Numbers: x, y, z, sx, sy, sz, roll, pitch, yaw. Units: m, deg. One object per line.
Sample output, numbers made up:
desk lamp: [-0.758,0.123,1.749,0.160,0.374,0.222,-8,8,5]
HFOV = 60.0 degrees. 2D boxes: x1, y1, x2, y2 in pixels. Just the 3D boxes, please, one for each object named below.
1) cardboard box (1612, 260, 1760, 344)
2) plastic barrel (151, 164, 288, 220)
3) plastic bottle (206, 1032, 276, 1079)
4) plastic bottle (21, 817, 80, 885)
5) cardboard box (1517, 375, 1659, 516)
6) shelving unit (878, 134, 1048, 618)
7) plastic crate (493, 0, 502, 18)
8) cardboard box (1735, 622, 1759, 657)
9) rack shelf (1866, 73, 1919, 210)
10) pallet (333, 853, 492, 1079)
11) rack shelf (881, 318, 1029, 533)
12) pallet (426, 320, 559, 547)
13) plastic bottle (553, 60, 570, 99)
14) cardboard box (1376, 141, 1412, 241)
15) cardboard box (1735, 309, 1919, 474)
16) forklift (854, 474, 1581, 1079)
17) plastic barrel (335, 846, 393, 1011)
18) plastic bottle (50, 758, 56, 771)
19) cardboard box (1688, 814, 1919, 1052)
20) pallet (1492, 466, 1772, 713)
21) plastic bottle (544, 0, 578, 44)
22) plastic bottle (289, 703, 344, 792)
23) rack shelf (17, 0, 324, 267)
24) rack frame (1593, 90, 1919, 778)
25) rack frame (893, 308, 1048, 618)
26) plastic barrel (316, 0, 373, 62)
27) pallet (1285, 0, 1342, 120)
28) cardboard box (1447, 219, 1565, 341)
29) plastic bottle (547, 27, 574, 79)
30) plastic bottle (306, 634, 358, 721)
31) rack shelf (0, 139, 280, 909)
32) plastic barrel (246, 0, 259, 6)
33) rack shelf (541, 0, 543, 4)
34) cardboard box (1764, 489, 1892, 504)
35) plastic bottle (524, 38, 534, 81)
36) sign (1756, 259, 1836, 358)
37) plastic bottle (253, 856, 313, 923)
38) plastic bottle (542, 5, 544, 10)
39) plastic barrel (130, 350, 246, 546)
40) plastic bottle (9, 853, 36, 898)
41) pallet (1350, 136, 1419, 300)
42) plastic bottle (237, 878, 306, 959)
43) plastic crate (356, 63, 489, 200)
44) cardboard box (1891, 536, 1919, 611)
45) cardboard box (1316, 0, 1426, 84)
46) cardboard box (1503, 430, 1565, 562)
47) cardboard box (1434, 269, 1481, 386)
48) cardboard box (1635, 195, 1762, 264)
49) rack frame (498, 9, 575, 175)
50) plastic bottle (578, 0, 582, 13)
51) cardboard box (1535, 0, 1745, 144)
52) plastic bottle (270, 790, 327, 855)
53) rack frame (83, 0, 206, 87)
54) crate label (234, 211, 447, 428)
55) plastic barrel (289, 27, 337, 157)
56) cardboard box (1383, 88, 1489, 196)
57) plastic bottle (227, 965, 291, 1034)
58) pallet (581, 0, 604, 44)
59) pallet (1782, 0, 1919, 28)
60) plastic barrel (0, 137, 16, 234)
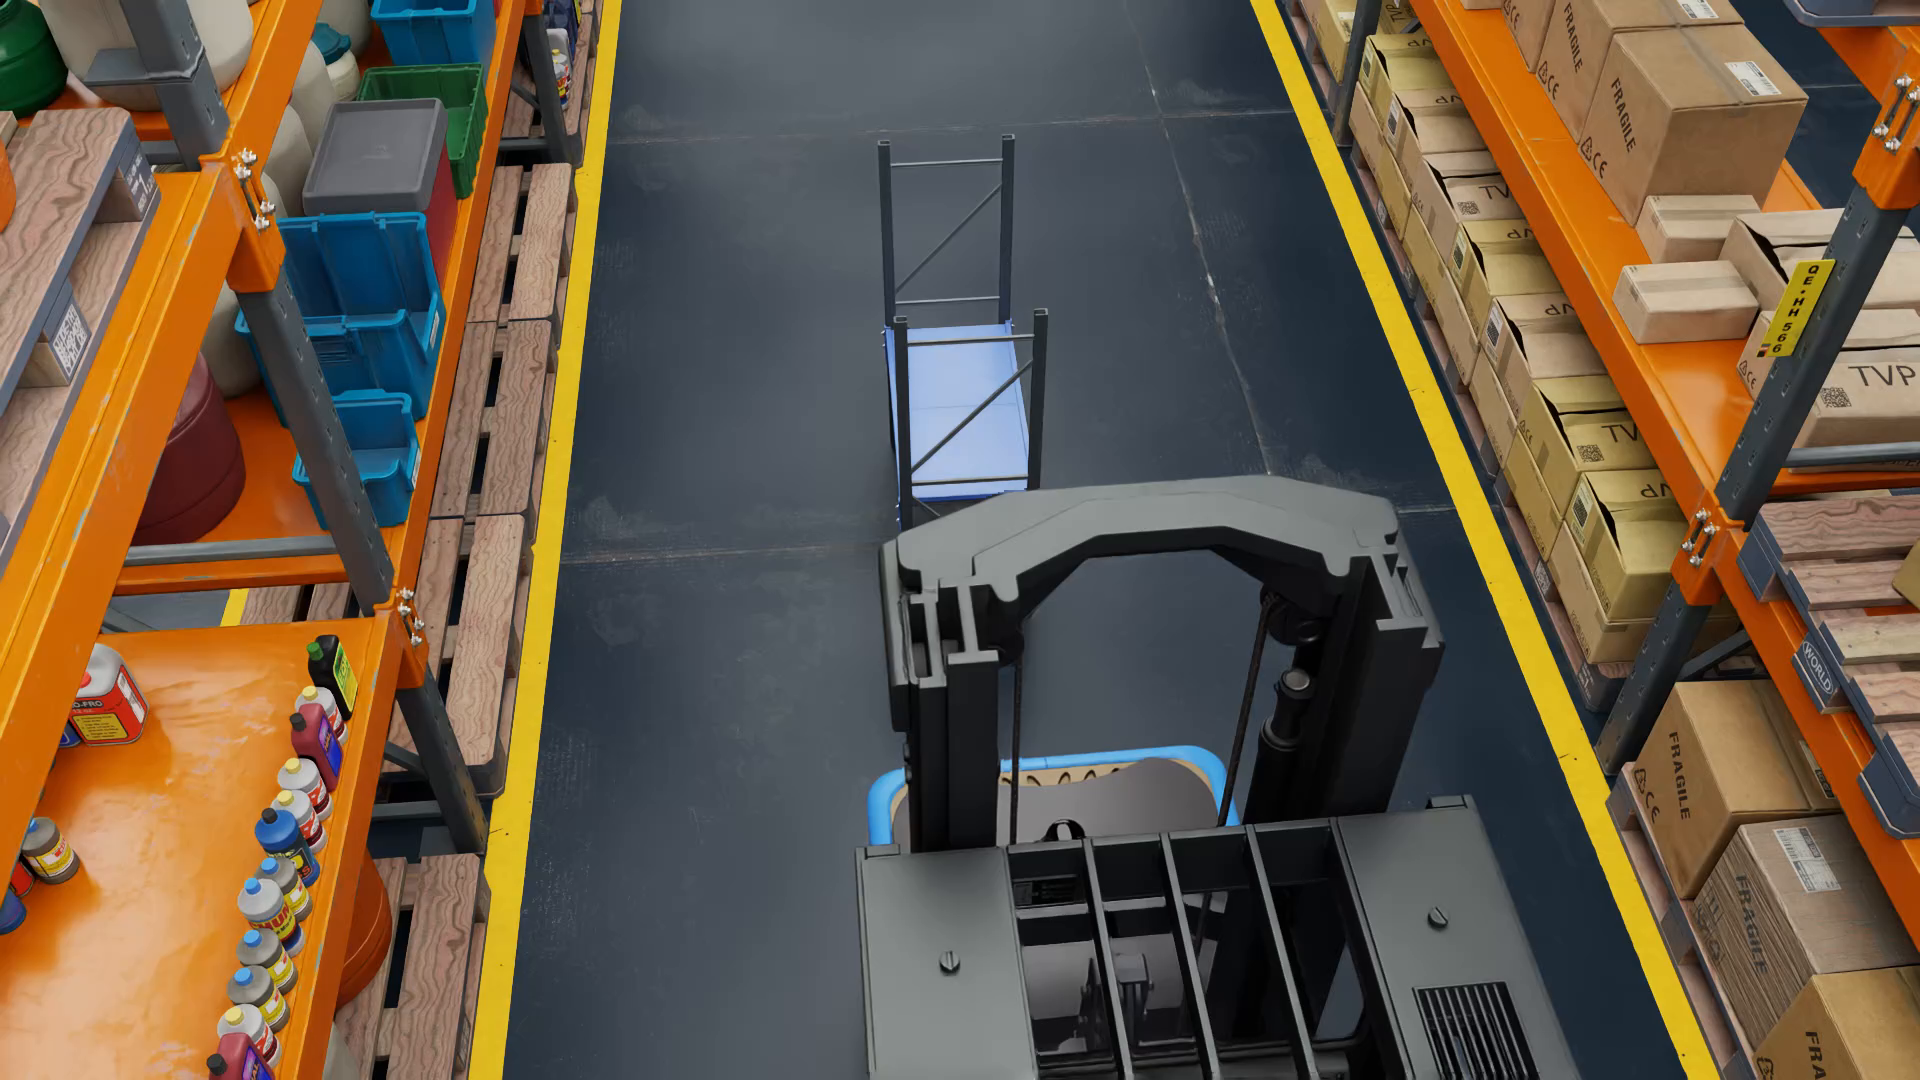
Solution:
cardboard box: [2.448,-0.805,5.619,0.380,0.149,0.250,-3,47,-3]
plastic barrel: [-2.472,-1.034,5.586,0.421,0.512,0.421,0,47,0]
plastic bottle: [-1.583,1.175,3.652,0.061,0.283,0.133,-3,47,-3]
plastic bottle: [-2.263,0.756,4.105,0.097,0.201,0.097,0,47,0]
cardboard box: [2.459,-0.389,6.271,0.500,0.311,0.500,-4,47,-4]
shelving unit: [-0.007,-0.577,6.264,0.538,1.500,1.048,-3,47,-3]
plastic crate: [-2.128,-2.543,7.049,0.402,0.464,0.583,-3,47,-3]
cardboard box: [3.047,0.147,6.149,0.500,0.250,0.500,-4,47,-3]
rack shelf: [2.966,0.406,2.729,1.077,0.370,4.000,-3,47,-3]
pallet: [-2.031,1.568,5.120,1.003,0.211,1.213,-3,47,-3]
rack shelf: [-0.007,-0.454,6.395,0.538,0.185,1.000,-3,47,-3]
pallet: [-2.263,-0.444,7.025,1.003,0.211,1.213,-3,47,-3]
plastic bottle: [-2.071,-2.373,8.556,0.097,0.201,0.097,0,47,0]
cardboard box: [2.292,-1.674,7.874,0.500,0.250,0.500,-2,47,-2]
cardboard box: [2.811,-0.493,5.212,0.500,0.311,0.500,-1,47,-1]
forklift: [0.388,1.409,3.397,1.130,2.935,3.031,-4,47,-4]
plastic barrel: [-2.080,0.996,4.946,0.600,0.830,0.708,-3,47,-3]
plastic bottle: [-2.442,0.504,4.296,0.097,0.271,0.097,0,47,0]
cardboard box: [2.601,1.176,4.989,0.500,0.500,0.500,-5,47,-5]
pallet: [2.768,0.103,6.507,1.003,0.211,1.213,-3,47,-3]
plastic bottle: [-2.143,-2.839,8.894,0.144,0.351,0.185,-5,47,-5]
plastic bottle: [-1.660,0.515,4.277,0.061,0.283,0.133,-3,47,-3]
rack shelf: [-2.306,-2.190,5.188,1.077,0.370,4.000,-3,47,-3]
rack frame: [2.798,-0.257,4.928,1.000,3.000,0.127,-3,47,-3]
rack frame: [0.035,-0.210,5.916,0.500,1.500,0.032,-3,47,-3]
plastic barrel: [-2.611,-2.194,6.669,0.433,0.535,0.433,0,47,0]
pallet: [2.438,-2.771,9.228,1.003,0.211,1.213,-3,47,-3]
cardboard box: [2.380,-1.117,6.960,0.500,0.311,0.500,-2,47,-2]
plastic bottle: [-2.117,-2.557,8.679,0.152,0.276,0.135,-2,47,-2]
plastic bottle: [-1.679,0.348,4.435,0.061,0.283,0.133,-3,47,-3]
rack shelf: [-1.971,0.704,2.447,1.077,0.370,4.000,-3,47,-3]
plastic barrel: [-1.991,-1.770,3.949,0.600,0.901,0.600,0,47,0]
rack shelf: [-2.640,-4.053,9.018,1.077,0.370,4.000,-3,47,-3]
cardboard box: [3.047,-0.046,5.946,0.500,0.311,0.500,-2,47,-2]
plastic bottle: [-2.223,-2.553,8.670,0.061,0.283,0.133,-3,47,-3]
sign: [2.245,-0.619,4.473,0.100,0.325,0.005,-3,47,-3]
plastic bottle: [-1.644,0.839,4.026,0.097,0.201,0.097,0,47,0]
plastic bottle: [-2.260,-2.773,8.886,0.097,0.271,0.097,0,47,0]
plastic barrel: [-2.479,-0.323,4.896,0.600,0.536,0.708,-3,47,-3]
plastic bottle: [-2.385,0.751,4.058,0.152,0.276,0.135,-3,47,-3]
pallet: [2.564,-1.662,8.179,1.003,0.211,1.213,-3,47,-3]
plastic bottle: [-1.636,0.885,3.934,0.097,0.271,0.097,0,47,0]
plastic crate: [-2.046,-1.537,6.286,0.450,0.188,0.662,-3,47,-3]
cardboard box: [2.963,0.013,4.314,0.700,0.500,0.500,-18,49,-16]
cardboard box: [2.207,-2.673,8.820,0.500,0.250,0.500,-3,47,-3]
cardboard box: [2.464,-0.195,6.473,0.500,0.250,0.500,-4,47,-4]
cardboard box: [2.379,-0.931,7.170,0.500,0.250,0.500,-3,47,-3]
cardboard box: [2.635,-1.090,5.890,0.380,0.149,0.250,0,47,0]
rack frame: [-2.473,-2.853,7.386,1.000,3.000,0.127,-3,47,-3]
plastic bottle: [-2.143,-2.994,9.144,0.097,0.201,0.097,0,47,0]
cardboard box: [2.597,-1.886,6.401,0.500,0.500,0.500,-3,47,-3]
plastic bottle: [-1.660,0.698,4.160,0.097,0.201,0.097,0,47,0]
rack frame: [-2.138,-2.022,2.467,1.000,3.000,0.127,-3,47,-3]
crate label: [-1.952,-0.706,5.329,0.502,0.435,0.616,-3,47,-3]
plastic barrel: [-2.550,-1.663,6.166,0.433,0.535,0.433,0,47,0]
cardboard box: [2.286,-1.867,7.670,0.500,0.311,0.500,-4,47,-4]
plastic bottle: [-1.619,1.050,3.826,0.097,0.201,0.097,0,47,0]
pallet: [-2.593,-3.267,9.699,1.003,0.211,1.213,-3,47,-3]
pallet: [2.652,-1.709,4.367,1.213,0.211,1.003,-2,47,-1]
plastic barrel: [-2.094,-0.872,2.859,0.600,0.830,0.708,-3,47,-3]
